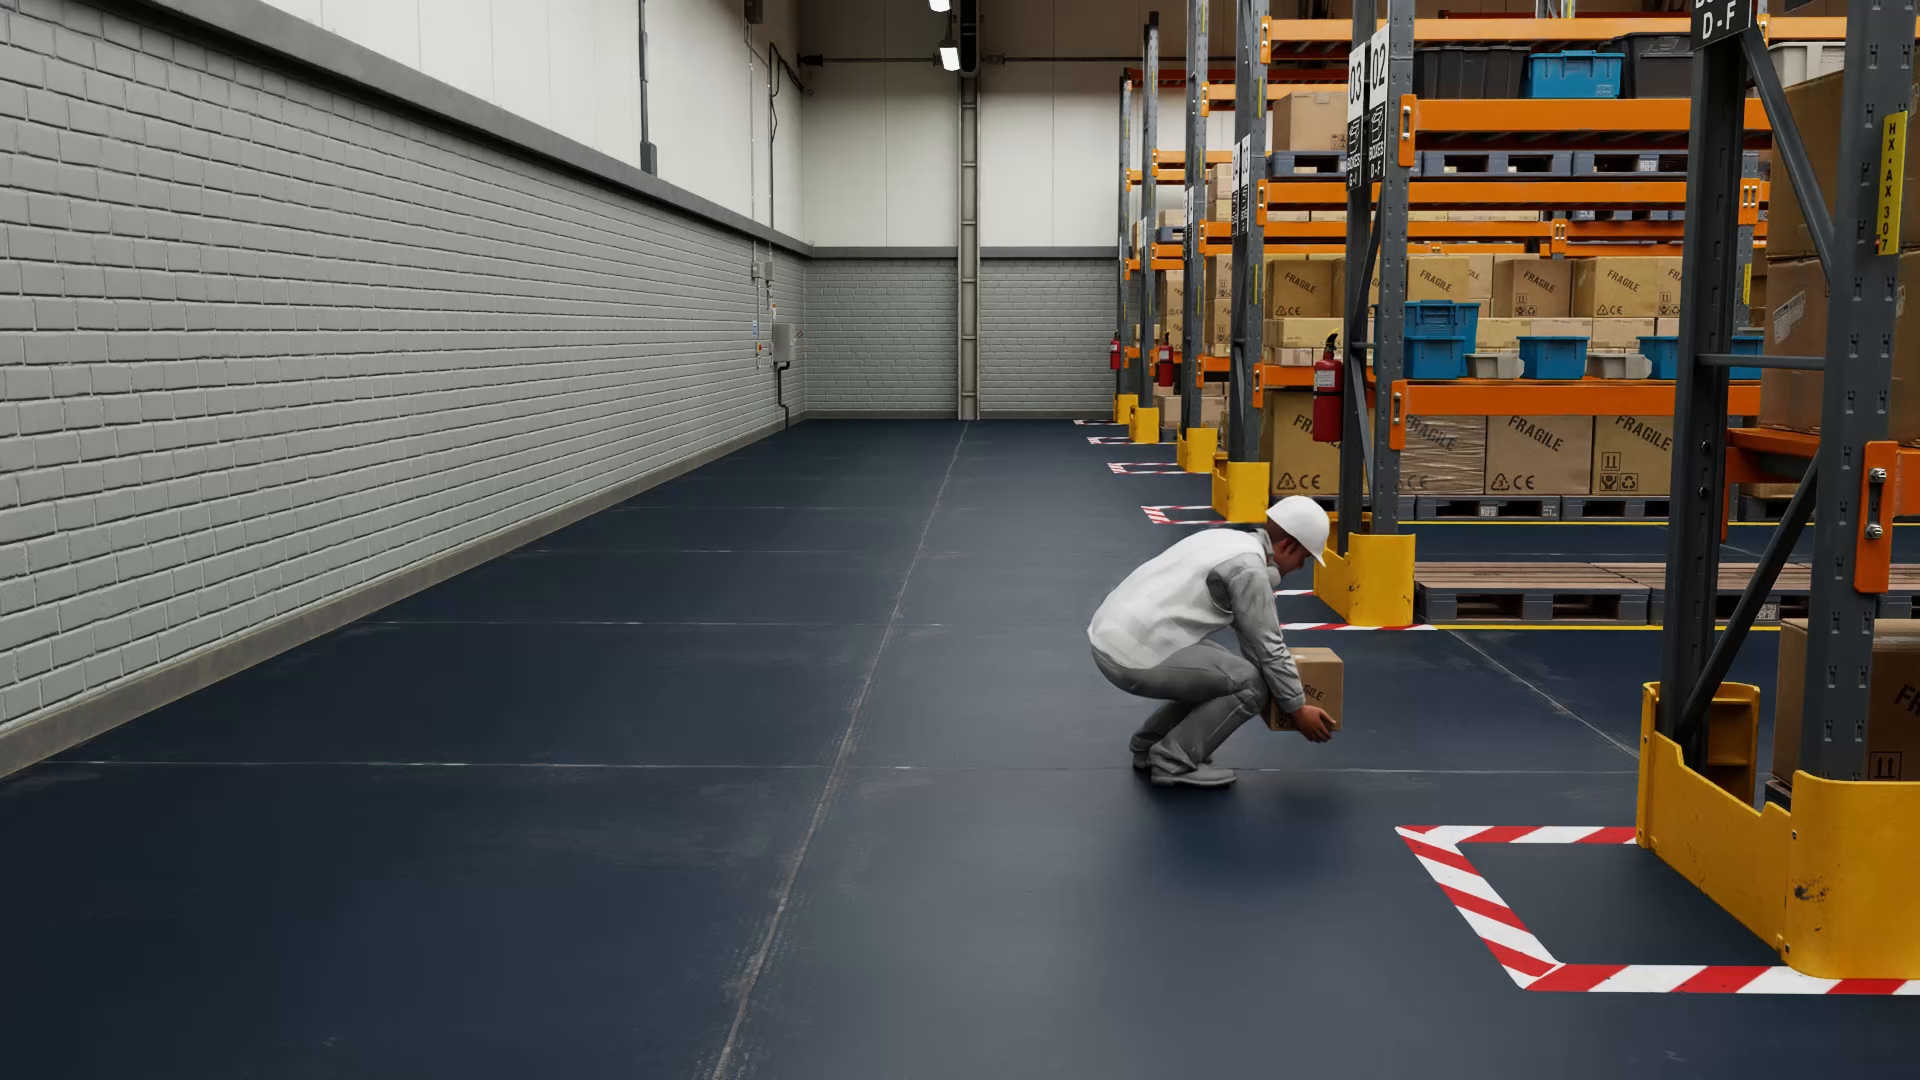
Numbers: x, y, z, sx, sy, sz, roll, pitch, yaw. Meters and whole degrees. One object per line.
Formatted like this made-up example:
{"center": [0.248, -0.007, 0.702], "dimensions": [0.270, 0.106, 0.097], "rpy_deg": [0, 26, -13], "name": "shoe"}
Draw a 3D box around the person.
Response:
{"center": [0.889, 0.350, 5.956], "dimensions": [0.862, 1.013, 0.532], "rpy_deg": [0, 7, 1], "name": "person"}
